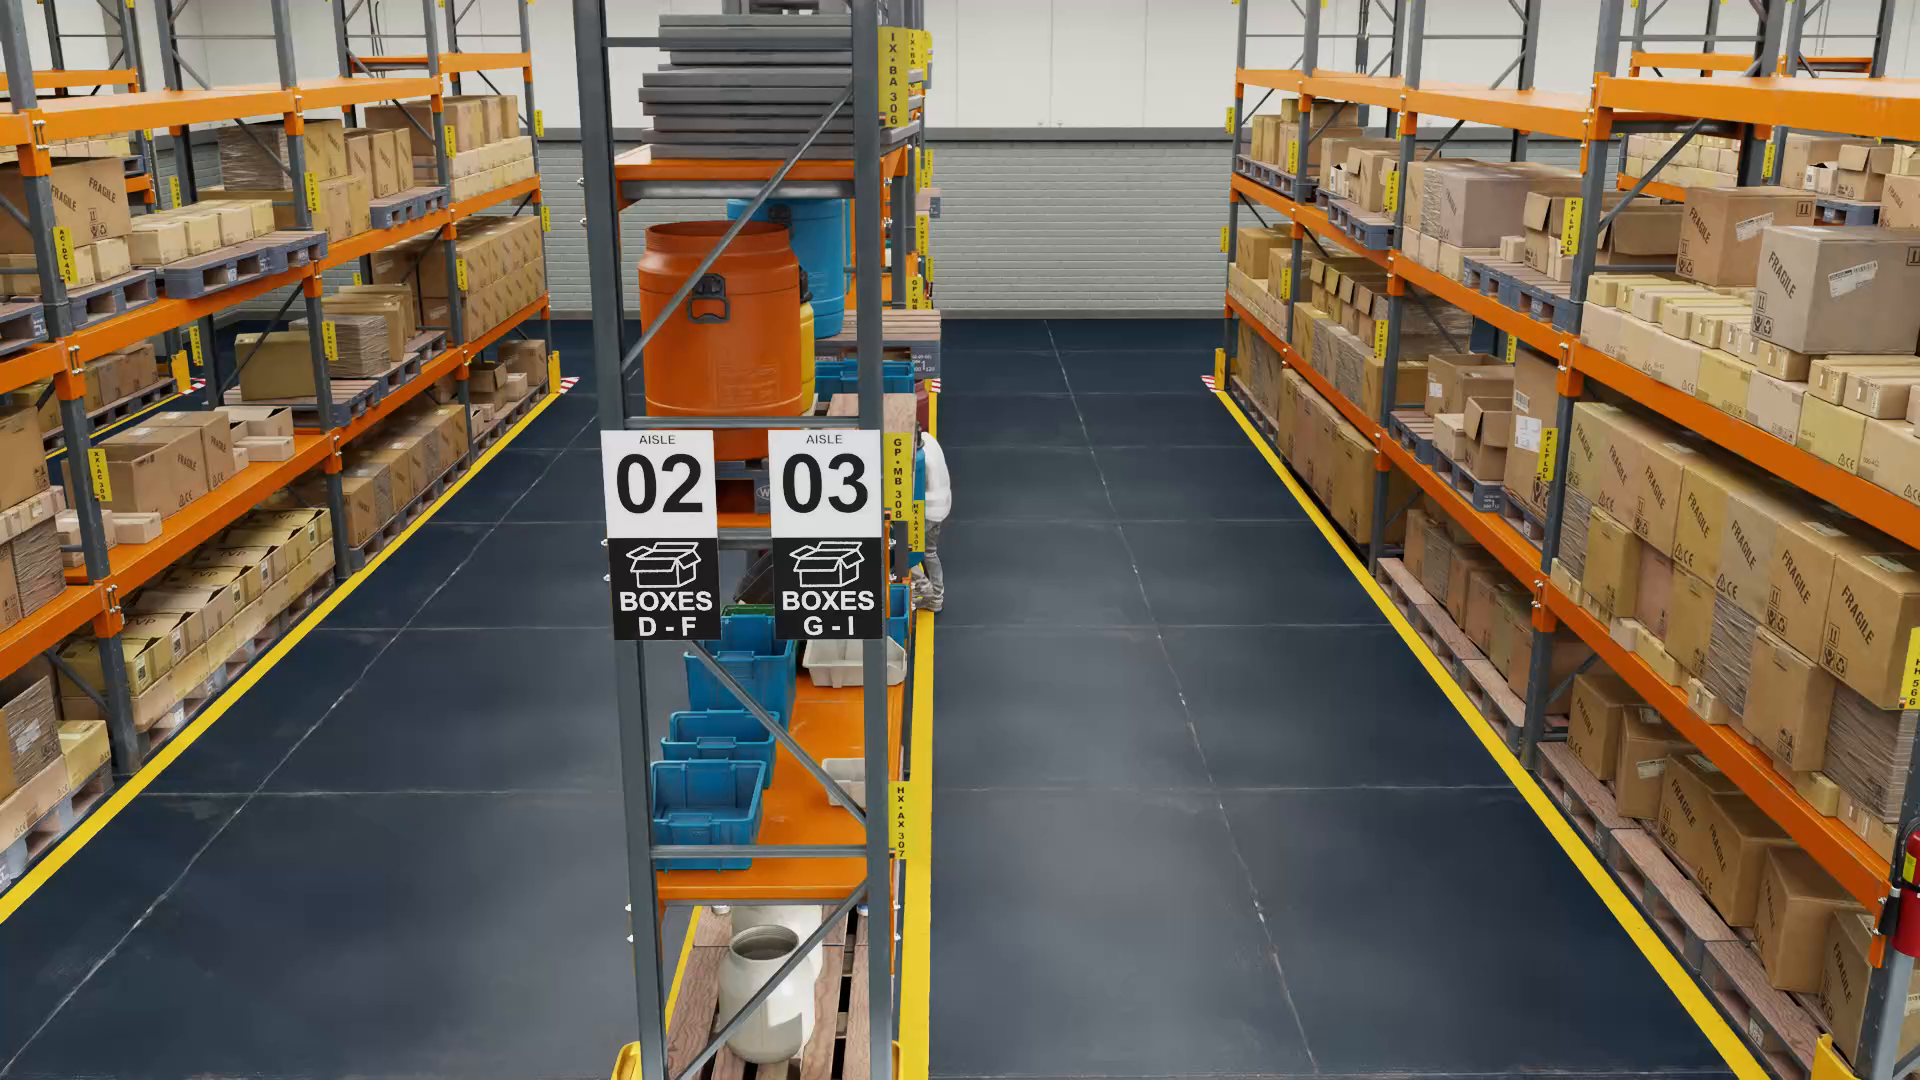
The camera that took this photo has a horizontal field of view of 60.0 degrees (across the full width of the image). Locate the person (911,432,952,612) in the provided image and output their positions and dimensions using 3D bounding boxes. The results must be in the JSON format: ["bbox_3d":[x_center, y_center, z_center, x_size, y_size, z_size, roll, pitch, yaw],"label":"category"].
[{"bbox_3d":[-0.349,-0.221,13.291,0.541,1.750,0.617,5,18,16],"label":"person"}]
